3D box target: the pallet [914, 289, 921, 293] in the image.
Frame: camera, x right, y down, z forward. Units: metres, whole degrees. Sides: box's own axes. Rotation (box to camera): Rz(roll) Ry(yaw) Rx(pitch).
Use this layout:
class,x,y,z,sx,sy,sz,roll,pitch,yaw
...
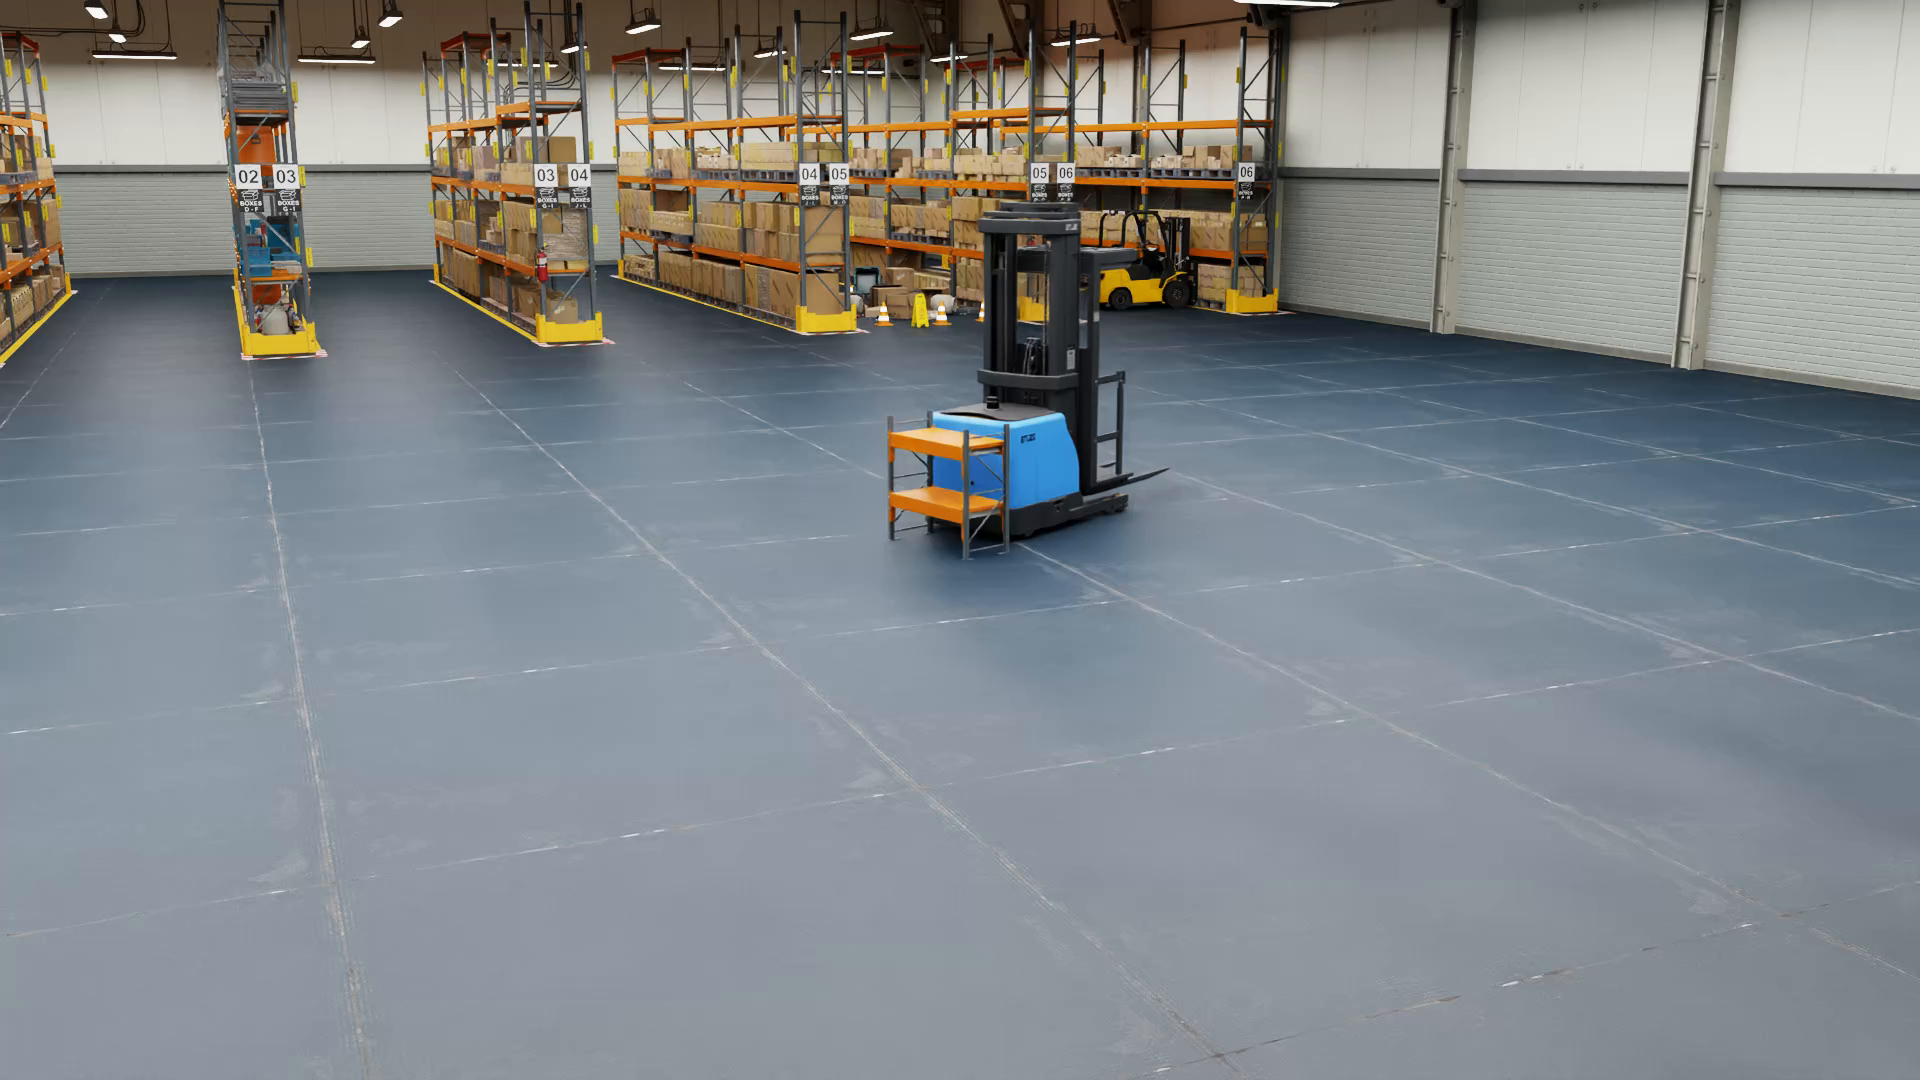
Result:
class,x,y,z,sx,sy,sz,roll,pitch,yaw
pallet,-0.543,-5.931,40.026,1.003,0.211,1.213,-6,14,-23

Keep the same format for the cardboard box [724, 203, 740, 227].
class,x,y,z,sx,sy,sz,roll,pitch,yaw
cardboard box,-4.847,-7.256,37.131,0.700,0.500,0.500,-6,14,-23

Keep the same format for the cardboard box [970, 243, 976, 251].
class,x,y,z,sx,sy,sz,roll,pitch,yaw
cardboard box,0.445,-6.506,36.883,0.380,0.149,0.250,-5,14,-21

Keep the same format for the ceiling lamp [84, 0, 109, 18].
class,x,y,z,sx,sy,sz,roll,pitch,yaw
ceiling lamp,-15.365,-11.069,29.793,0.800,3.185,2.000,-6,14,-23

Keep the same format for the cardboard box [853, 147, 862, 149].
class,x,y,z,sx,sy,sz,roll,pitch,yaw
cardboard box,-2.985,-10.433,45.267,0.500,0.500,0.500,-5,14,-22

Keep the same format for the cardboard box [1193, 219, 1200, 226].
class,x,y,z,sx,sy,sz,roll,pitch,yaw
cardboard box,5.480,-7.172,37.547,0.380,0.149,0.250,-6,14,-23

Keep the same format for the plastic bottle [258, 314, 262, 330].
class,x,y,z,sx,sy,sz,roll,pitch,yaw
plastic bottle,-12.869,-4.002,30.558,0.061,0.283,0.133,-6,14,-23

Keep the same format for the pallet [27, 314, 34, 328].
class,x,y,z,sx,sy,sz,roll,pitch,yaw
pallet,-19.204,-4.381,33.331,1.003,0.211,1.213,-6,14,-23

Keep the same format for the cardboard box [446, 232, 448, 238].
class,x,y,z,sx,sy,sz,roll,pitch,yaw
cardboard box,-12.857,-7.757,42.291,0.380,0.149,0.250,-5,14,-22

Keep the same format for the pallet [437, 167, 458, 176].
class,x,y,z,sx,sy,sz,roll,pitch,yaw
pallet,-12.825,-9.473,42.694,1.003,0.211,1.213,-6,14,-23

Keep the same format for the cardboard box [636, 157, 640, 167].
class,x,y,z,sx,sy,sz,roll,pitch,yaw
cardboard box,-8.266,-9.981,43.913,0.500,0.250,0.500,-5,14,-21

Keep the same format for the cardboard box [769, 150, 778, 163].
class,x,y,z,sx,sy,sz,roll,pitch,yaw
cardboard box,-3.482,-7.651,33.143,0.500,0.250,0.500,-6,14,-23

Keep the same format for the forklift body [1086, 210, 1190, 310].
class,x,y,z,sx,sy,sz,roll,pitch,yaw
forklift body,3.980,-6.312,37.373,2.313,2.155,1.214,-6,14,-23

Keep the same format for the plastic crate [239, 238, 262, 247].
class,x,y,z,sx,sy,sz,roll,pitch,yaw
plastic crate,-13.830,-5.637,32.431,0.402,0.464,0.583,-6,14,-23

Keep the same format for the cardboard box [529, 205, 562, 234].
class,x,y,z,sx,sy,sz,roll,pitch,yaw
cardboard box,-7.662,-5.926,30.725,0.500,0.500,0.500,-6,14,-23

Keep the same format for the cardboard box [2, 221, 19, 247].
class,x,y,z,sx,sy,sz,roll,pitch,yaw
cardboard box,-19.854,-6.286,34.226,0.700,0.500,0.500,-12,18,-42

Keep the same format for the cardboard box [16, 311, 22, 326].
class,x,y,z,sx,sy,sz,roll,pitch,yaw
cardboard box,-18.034,-4.163,31.372,0.500,0.250,0.500,-5,14,-22

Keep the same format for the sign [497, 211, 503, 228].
class,x,y,z,sx,sy,sz,roll,pitch,yaw
sign,-9.325,-6.494,33.708,0.100,0.325,0.005,-6,14,-23

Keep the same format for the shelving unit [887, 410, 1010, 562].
class,x,y,z,sx,sy,sz,roll,pitch,yaw
shelving unit,-0.108,-0.491,14.496,0.538,1.125,1.048,-11,17,-40

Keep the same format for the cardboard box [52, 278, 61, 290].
class,x,y,z,sx,sy,sz,roll,pitch,yaw
cardboard box,-21.906,-6.152,39.920,0.500,0.250,0.500,-6,14,-23

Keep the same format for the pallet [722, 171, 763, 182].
class,x,y,z,sx,sy,sz,roll,pitch,yaw
pallet,-4.645,-7.961,36.387,0.805,0.209,1.217,-6,14,-25

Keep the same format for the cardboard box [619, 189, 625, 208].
class,x,y,z,sx,sy,sz,roll,pitch,yaw
cardboard box,-9.103,-9.451,45.954,0.500,0.500,0.500,-6,14,-23

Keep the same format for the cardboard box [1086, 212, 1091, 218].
class,x,y,z,sx,sy,sz,roll,pitch,yaw
cardboard box,3.415,-8.265,42.268,0.380,0.149,0.250,-5,14,-22

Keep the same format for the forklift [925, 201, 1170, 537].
class,x,y,z,sx,sy,sz,roll,pitch,yaw
forklift,0.974,-1.730,15.843,1.130,2.935,3.031,10,16,36

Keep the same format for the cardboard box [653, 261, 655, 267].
class,x,y,z,sx,sy,sz,roll,pitch,yaw
cardboard box,-7.818,-7.216,43.469,0.380,0.149,0.250,-5,14,-21

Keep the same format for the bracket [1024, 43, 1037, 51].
class,x,y,z,sx,sy,sz,roll,pitch,yaw
bracket,1.992,-13.762,46.390,0.235,0.232,0.430,-6,14,-23

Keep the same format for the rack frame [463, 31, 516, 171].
class,x,y,z,sx,sy,sz,roll,pitch,yaw
rack frame,-10.420,-9.730,36.953,1.000,3.000,0.127,-6,14,-23

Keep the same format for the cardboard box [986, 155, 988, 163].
class,x,y,z,sx,sy,sz,roll,pitch,yaw
cardboard box,0.788,-8.195,35.762,0.380,0.149,0.250,-5,14,-22

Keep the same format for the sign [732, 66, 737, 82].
class,x,y,z,sx,sy,sz,roll,pitch,yaw
sign,-4.725,-9.773,34.891,0.100,0.325,0.005,-6,14,-23

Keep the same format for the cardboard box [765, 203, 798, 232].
class,x,y,z,sx,sy,sz,roll,pitch,yaw
cardboard box,-3.479,-6.592,33.971,0.875,0.550,0.500,-6,14,-23

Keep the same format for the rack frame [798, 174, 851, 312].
class,x,y,z,sx,sy,sz,roll,pitch,yaw
rack frame,-2.630,-5.582,32.334,1.000,3.000,0.127,-6,14,-23

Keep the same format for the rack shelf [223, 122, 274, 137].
class,x,y,z,sx,sy,sz,roll,pitch,yaw
rack shelf,-15.759,-9.150,36.932,1.077,0.370,4.000,-6,14,-23

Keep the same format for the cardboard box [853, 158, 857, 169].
class,x,y,z,sx,sy,sz,roll,pitch,yaw
cardboard box,-2.531,-9.720,42.930,0.396,0.266,0.258,-4,14,-18

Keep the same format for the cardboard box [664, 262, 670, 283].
class,x,y,z,sx,sy,sz,roll,pitch,yaw
cardboard box,-7.171,-6.762,42.045,0.500,0.500,0.500,-5,14,-20

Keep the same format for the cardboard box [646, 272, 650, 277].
class,x,y,z,sx,sy,sz,roll,pitch,yaw
cardboard box,-8.099,-7.037,44.012,0.380,0.149,0.250,-6,14,-25

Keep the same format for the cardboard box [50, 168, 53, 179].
class,x,y,z,sx,sy,sz,roll,pitch,yaw
cardboard box,-22.255,-8.872,40.231,0.500,0.250,0.500,-6,14,-23

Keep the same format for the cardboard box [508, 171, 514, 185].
class,x,y,z,sx,sy,sz,roll,pitch,yaw
cardboard box,-8.466,-7.041,32.318,0.500,0.250,0.500,-6,14,-25

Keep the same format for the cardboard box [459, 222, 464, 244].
class,x,y,z,sx,sy,sz,roll,pitch,yaw
cardboard box,-11.665,-7.357,39.785,0.500,0.500,0.500,-6,14,-24

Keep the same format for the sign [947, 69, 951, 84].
class,x,y,z,sx,sy,sz,roll,pitch,yaw
sign,-0.244,-10.280,36.905,0.100,0.325,0.005,-6,14,-23

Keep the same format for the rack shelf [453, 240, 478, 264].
class,x,y,z,sx,sy,sz,roll,pitch,yaw
rack shelf,-11.221,-6.870,39.496,1.077,0.370,4.000,-6,14,-23

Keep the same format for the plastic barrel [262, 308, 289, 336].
class,x,y,z,sx,sy,sz,roll,pitch,yaw
plastic barrel,-12.087,-3.829,29.346,0.421,0.512,0.421,0,13,0

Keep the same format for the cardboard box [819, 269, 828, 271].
class,x,y,z,sx,sy,sz,roll,pitch,yaw
cardboard box,-3.454,-7.809,46.710,0.875,0.438,0.875,-6,14,-25

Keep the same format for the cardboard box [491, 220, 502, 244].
class,x,y,z,sx,sy,sz,roll,pitch,yaw
cardboard box,-9.597,-6.586,35.511,0.797,0.503,0.637,-4,14,-17

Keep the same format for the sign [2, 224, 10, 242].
class,x,y,z,sx,sy,sz,roll,pitch,yaw
sign,-17.388,-5.598,30.308,0.100,0.325,0.005,-6,14,-23

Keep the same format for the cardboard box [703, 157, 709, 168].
class,x,y,z,sx,sy,sz,roll,pitch,yaw
cardboard box,-5.546,-8.603,37.916,0.500,0.250,0.500,-5,14,-21

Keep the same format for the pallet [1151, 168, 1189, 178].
class,x,y,z,sx,sy,sz,roll,pitch,yaw
pallet,5.175,-8.569,38.787,1.003,0.211,1.213,-6,14,-23

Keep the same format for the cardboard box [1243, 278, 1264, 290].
class,x,y,z,sx,sy,sz,roll,pitch,yaw
cardboard box,6.413,-5.723,37.003,0.500,0.250,0.500,-5,14,-22

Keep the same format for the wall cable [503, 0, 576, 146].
class,x,y,z,sx,sy,sz,roll,pitch,yaw
wall cable,-12.731,-14.430,50.124,2.277,5.999,0.120,-6,14,-23

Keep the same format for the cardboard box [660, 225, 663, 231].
class,x,y,z,sx,sy,sz,roll,pitch,yaw
cardboard box,-7.286,-7.807,41.574,0.380,0.149,0.250,-6,14,-25

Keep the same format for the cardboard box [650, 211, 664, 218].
class,x,y,z,sx,sy,sz,roll,pitch,yaw
cardboard box,-7.701,-8.310,42.428,0.380,0.149,0.250,-5,14,-20

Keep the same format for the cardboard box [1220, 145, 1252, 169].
class,x,y,z,sx,sy,sz,roll,pitch,yaw
cardboard box,6.011,-8.331,36.188,0.500,0.500,0.500,-5,14,-21

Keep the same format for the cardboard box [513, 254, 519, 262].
class,x,y,z,sx,sy,sz,roll,pitch,yaw
cardboard box,-8.622,-5.579,32.879,0.380,0.149,0.250,-6,14,-23

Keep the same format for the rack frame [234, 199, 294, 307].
class,x,y,z,sx,sy,sz,roll,pitch,yaw
rack frame,-14.958,-6.360,35.697,1.000,3.000,0.127,-6,14,-23

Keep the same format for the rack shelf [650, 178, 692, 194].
class,x,y,z,sx,sy,sz,roll,pitch,yaw
rack shelf,-6.636,-8.758,41.003,1.077,0.370,4.000,-6,14,-23
